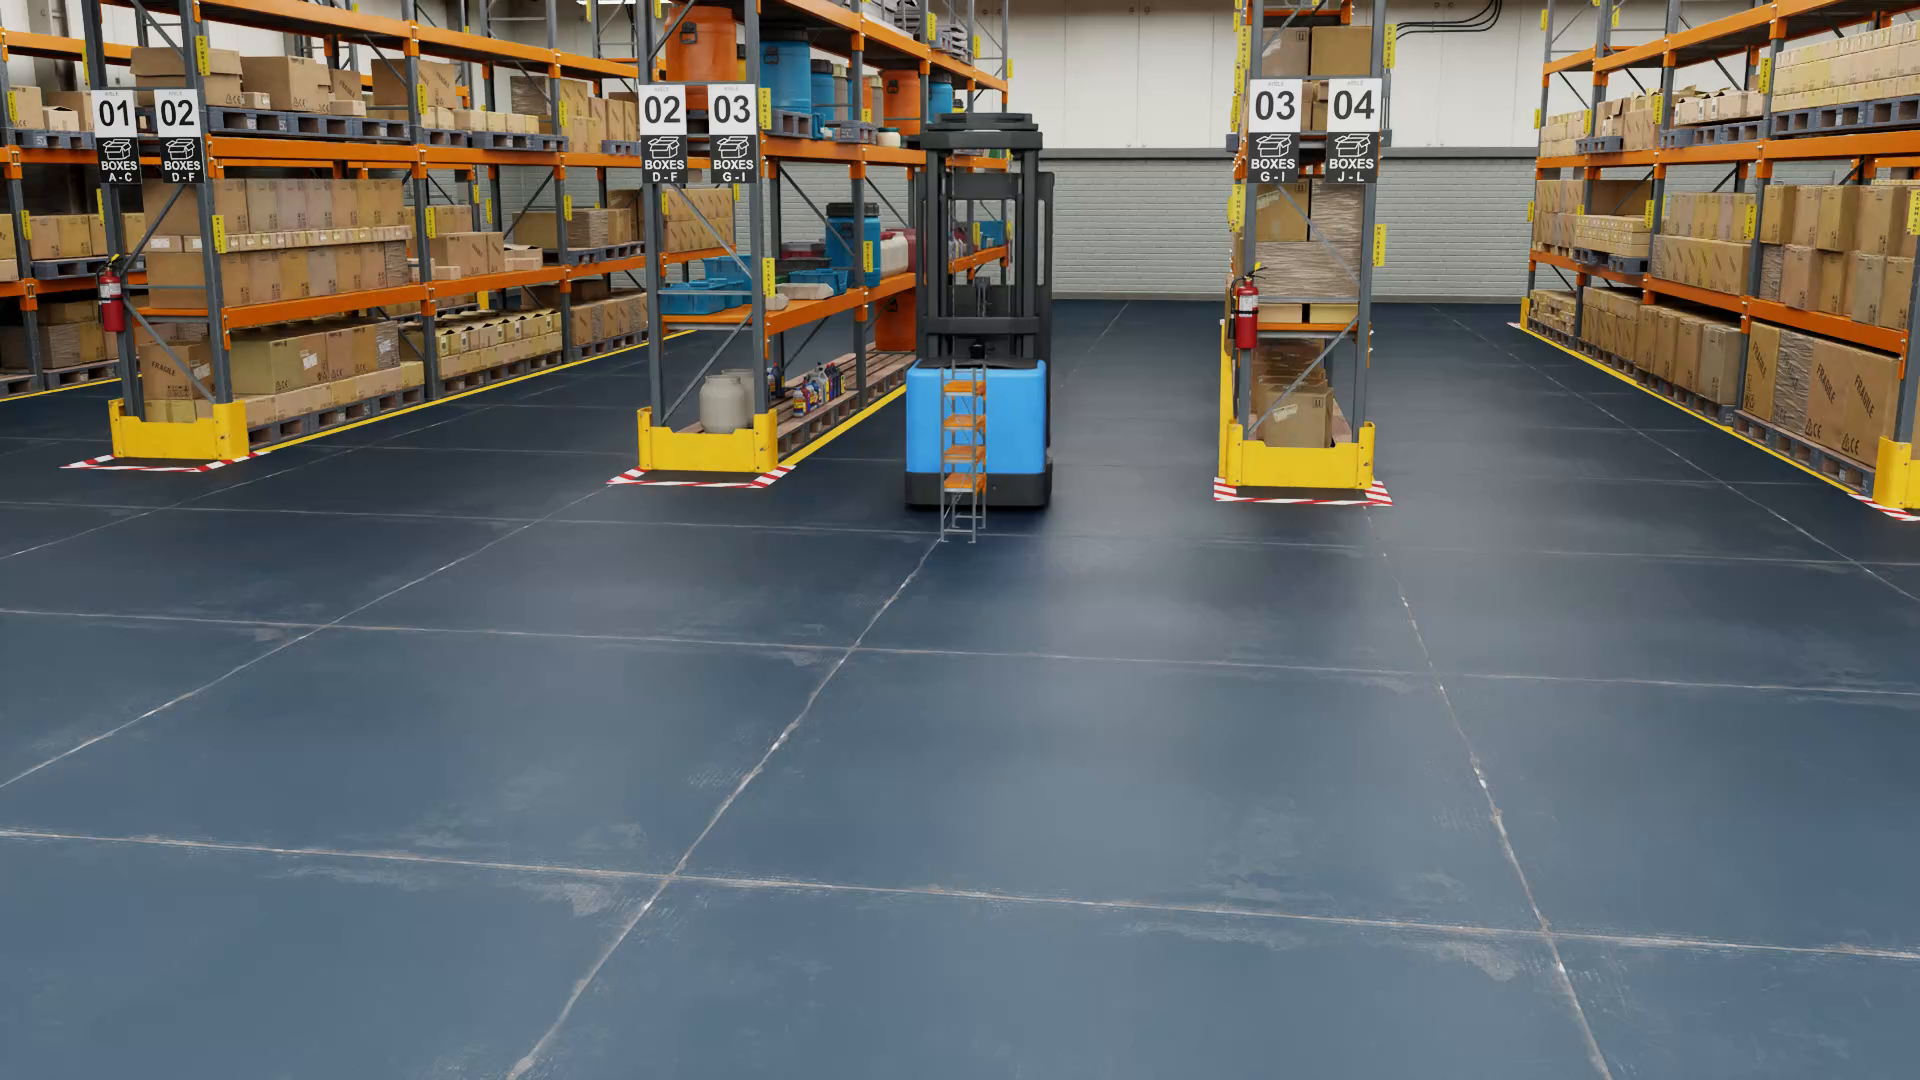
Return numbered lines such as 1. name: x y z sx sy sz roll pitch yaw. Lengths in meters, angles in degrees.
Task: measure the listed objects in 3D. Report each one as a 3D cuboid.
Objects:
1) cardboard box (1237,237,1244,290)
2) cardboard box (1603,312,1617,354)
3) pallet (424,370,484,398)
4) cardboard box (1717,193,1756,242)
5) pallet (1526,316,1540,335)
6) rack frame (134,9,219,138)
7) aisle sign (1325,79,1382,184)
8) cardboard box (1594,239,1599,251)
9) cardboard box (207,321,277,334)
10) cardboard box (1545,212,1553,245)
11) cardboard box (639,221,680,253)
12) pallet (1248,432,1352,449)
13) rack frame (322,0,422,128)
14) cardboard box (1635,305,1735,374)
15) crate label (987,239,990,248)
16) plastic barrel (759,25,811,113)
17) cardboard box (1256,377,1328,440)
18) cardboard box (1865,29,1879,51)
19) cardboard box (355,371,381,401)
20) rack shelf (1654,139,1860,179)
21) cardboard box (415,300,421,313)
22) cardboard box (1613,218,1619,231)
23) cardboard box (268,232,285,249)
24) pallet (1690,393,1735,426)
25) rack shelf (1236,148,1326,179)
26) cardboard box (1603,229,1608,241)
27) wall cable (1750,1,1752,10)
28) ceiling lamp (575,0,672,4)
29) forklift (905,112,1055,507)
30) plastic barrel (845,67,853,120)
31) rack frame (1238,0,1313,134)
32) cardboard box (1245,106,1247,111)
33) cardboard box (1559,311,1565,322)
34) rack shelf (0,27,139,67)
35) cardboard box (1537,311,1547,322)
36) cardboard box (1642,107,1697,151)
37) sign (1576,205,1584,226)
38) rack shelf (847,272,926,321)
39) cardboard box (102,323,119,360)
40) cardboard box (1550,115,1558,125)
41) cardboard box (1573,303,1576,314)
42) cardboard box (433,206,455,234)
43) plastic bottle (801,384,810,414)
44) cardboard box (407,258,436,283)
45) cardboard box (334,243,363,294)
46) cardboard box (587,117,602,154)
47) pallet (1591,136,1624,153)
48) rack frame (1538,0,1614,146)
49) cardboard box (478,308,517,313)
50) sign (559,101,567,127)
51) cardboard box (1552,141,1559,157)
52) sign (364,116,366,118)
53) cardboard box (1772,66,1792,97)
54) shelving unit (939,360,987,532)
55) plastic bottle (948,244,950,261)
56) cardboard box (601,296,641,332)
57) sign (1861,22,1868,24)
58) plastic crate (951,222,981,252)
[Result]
1. cardboard box: 2.826 -2.329 14.238 0.875 0.500 0.500 2 12 9
2. cardboard box: 8.863 -2.744 22.044 0.500 0.500 0.500 1 12 6
3. pallet: -6.342 -1.859 19.620 1.003 0.211 1.213 2 12 9
4. cardboard box: 8.482 -3.418 17.622 0.700 0.500 0.500 2 12 9
5. pallet: 9.930 -3.515 27.304 1.003 0.211 1.213 2 12 9
6. rack frame: -10.697 -6.993 22.581 1.000 3.000 0.127 2 12 9
7. aisle sign: 3.043 -3.162 12.873 0.394 0.787 0.004 2 12 9
8. cardboard box: 8.776 -3.973 22.408 0.380 0.149 0.250 2 12 8
9. cardboard box: -10.454 -3.363 24.086 0.750 0.750 0.750 2 12 8
10. cardboard box: 9.615 -4.958 26.437 0.500 0.500 0.500 2 12 9
11. cardboard box: -4.839 -4.879 26.777 0.500 0.500 0.500 2 12 10
12. pallet: 2.927 -0.734 14.398 1.003 0.211 1.213 2 12 9
13. rack frame: -6.417 -6.000 17.976 1.000 3.000 0.127 2 12 9
14. cardboard box: 8.689 -2.379 19.754 1.050 0.750 0.750 2 12 8
15. crate label: 0.298 -5.011 28.107 0.396 0.136 0.243 2 12 9
16. plastic barrel: -1.782 -4.619 16.502 0.600 0.901 0.708 2 12 9
17. cardboard box: 2.926 -1.152 14.654 0.500 0.500 0.500 5 13 23
18. cardboard box: 7.515 -4.011 13.336 0.380 0.149 0.250 2 12 9
19. cardboard box: -6.421 -1.617 17.406 0.500 0.250 0.500 2 12 9
20. rack shelf: 8.564 -4.095 17.964 1.077 0.370 4.000 2 12 9
21. cardboard box: -9.704 -4.240 28.983 0.700 0.500 0.500 2 12 10
22. cardboard box: 8.612 -4.050 21.351 0.380 0.149 0.250 2 12 10
23. cardboard box: -6.640 -2.835 15.752 0.380 0.149 0.250 2 12 8
24. pallet: 8.301 -1.364 17.322 1.003 0.211 1.213 2 12 9
25. rack shelf: 3.678 -4.277 18.807 1.077 0.370 4.000 2 12 9
26. cardboard box: 8.694 -4.011 21.879 0.380 0.149 0.250 2 12 10
27. wall cable: 16.348 -9.024 32.006 2.355 3.000 0.029 2 12 9
28. ceiling lamp: -6.559 -11.989 31.907 2.000 3.185 0.800 2 12 9
29. forklift: 9.231 -2.162 14.568 18.991 2.935 6.386 1 12 4
30. plastic barrel: -1.458 -5.003 19.279 0.600 0.901 0.708 2 12 9
31. rack frame: 4.601 -7.344 24.211 1.000 3.000 0.127 2 12 9
32. cardboard box: 2.858 -4.058 15.492 0.380 0.149 0.250 2 12 8
33. cardboard box: 9.274 -3.376 25.101 0.380 0.149 0.250 1 12 7
34. rack shelf: -11.005 -6.029 20.767 1.077 0.370 4.000 2 12 9
35. cardboard box: 9.567 -3.617 26.925 0.380 0.149 0.250 2 12 9
36. cardboard box: 8.708 -5.039 20.399 0.500 0.500 0.500 2 12 9
37. sign: 8.949 -4.669 23.982 0.100 0.325 0.005 2 12 9
38. rack shelf: -1.216 -2.971 19.868 1.077 0.370 4.000 2 12 9
39. cardboard box: -11.067 -2.588 21.273 0.700 0.500 0.500 2 12 9
40. cardboard box: 9.618 -6.677 26.460 0.380 0.149 0.250 2 12 9
41. cardboard box: 9.284 -3.415 24.576 0.380 0.149 0.250 2 12 10
42. cardboard box: -9.636 -5.614 29.710 0.980 0.700 0.700 2 12 8
43. plastic bottle: -1.499 -1.375 16.156 0.061 0.283 0.133 2 12 10
44. cardboard box: -6.384 -3.098 19.106 0.500 0.250 0.500 3 12 12
45. cardboard box: -6.635 -2.810 17.174 0.700 0.500 0.500 2 12 9
46. cardboard box: -5.610 -5.722 23.567 0.910 0.500 0.500 2 12 9
47. pallet: 9.130 -5.263 22.121 1.213 0.211 1.003 2 12 9
48. rack frame: 10.102 -7.995 27.231 1.000 3.000 0.127 2 12 9
49. cardboard box: -6.173 -2.936 22.197 0.500 0.311 0.500 2 12 11
50. sign: -5.255 -5.639 22.002 0.100 0.325 0.005 2 12 9
51. cardboard box: 9.628 -6.153 26.160 0.500 0.250 0.500 1 12 7
52. sign: -9.544 -6.750 26.601 0.100 0.325 0.005 2 12 9
53. cardboard box: 7.904 -4.264 15.456 0.500 0.250 0.500 2 12 9
54. shelving unit: 0.026 -0.621 11.529 0.258 1.200 0.499 2 12 9
55. plastic bottle: -0.224 -4.161 23.977 0.152 0.276 0.135 2 12 9
56. cardboard box: -5.141 -3.407 25.072 0.500 0.500 0.500 2 12 9
57. sign: 14.461 -8.409 26.559 0.100 0.325 0.005 2 12 9
58. plastic crate: 0.092 -4.810 26.399 0.402 0.464 0.583 2 12 9
